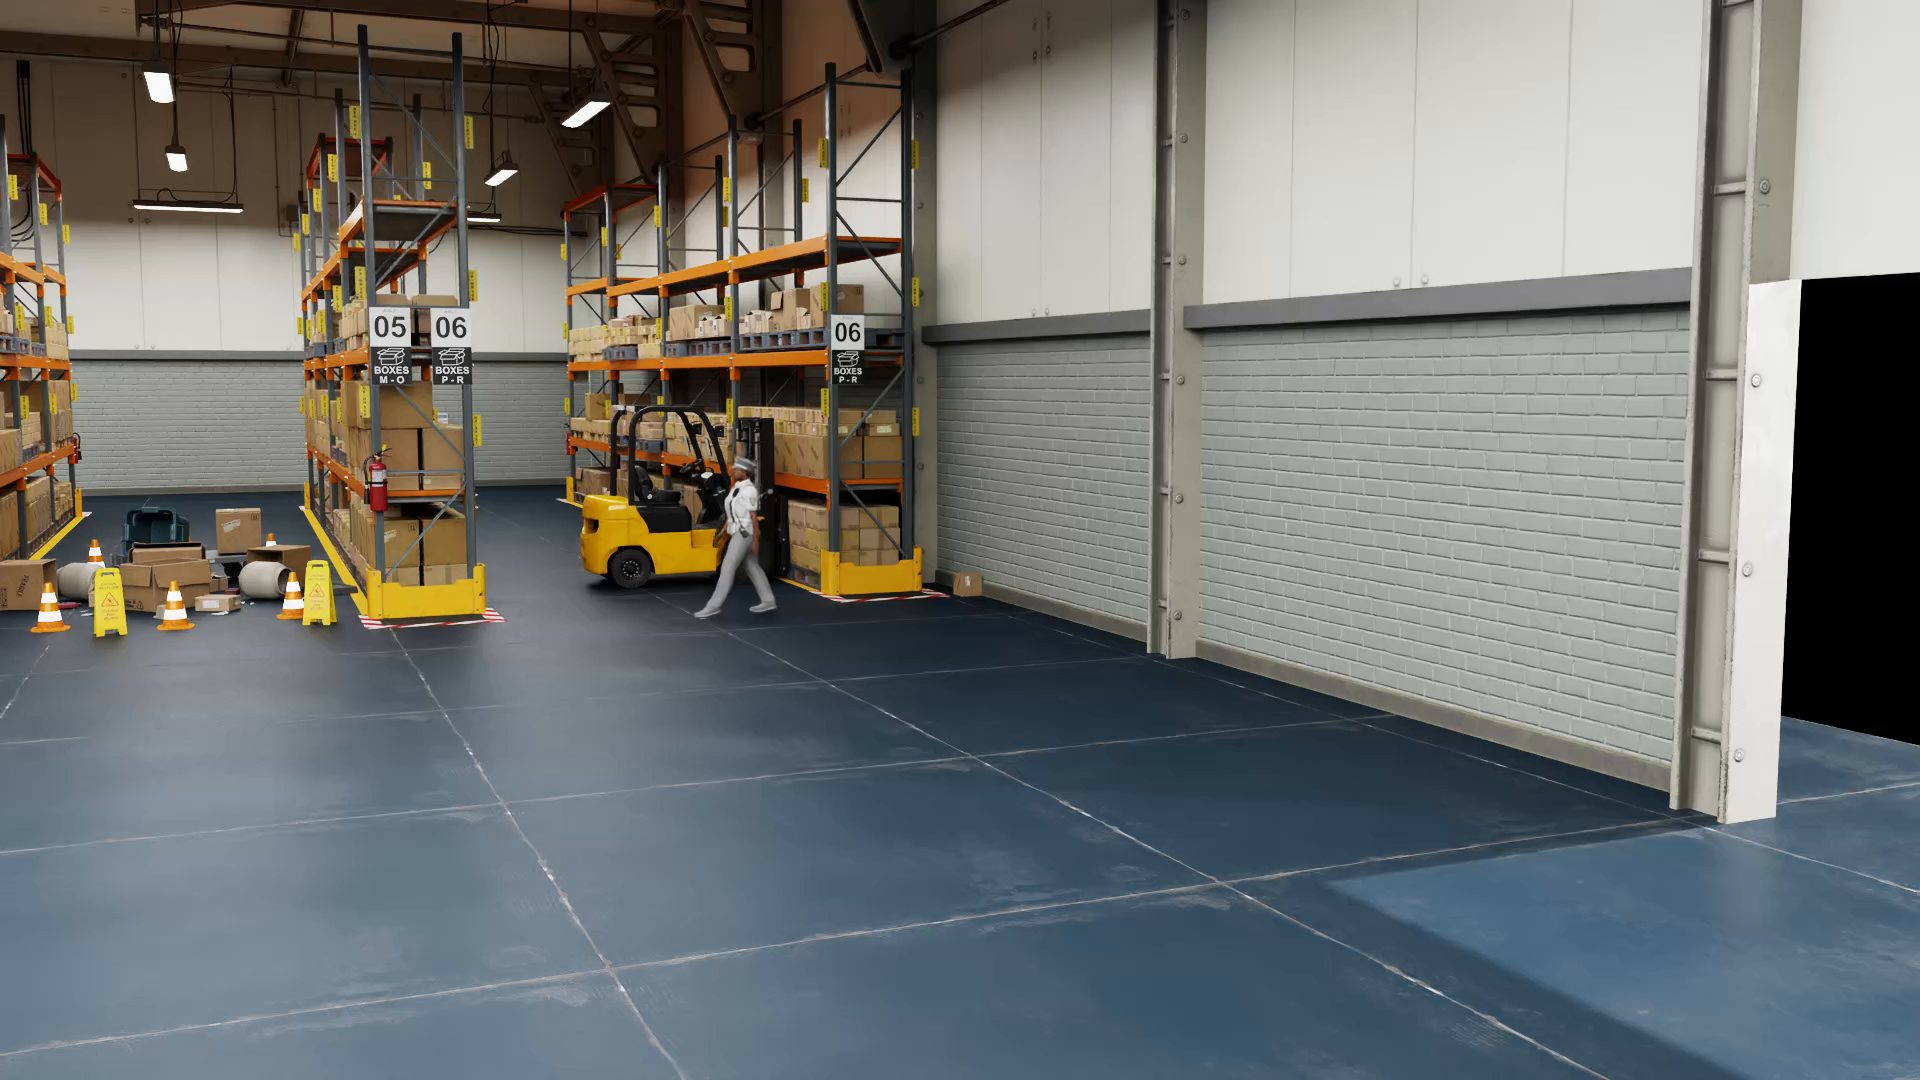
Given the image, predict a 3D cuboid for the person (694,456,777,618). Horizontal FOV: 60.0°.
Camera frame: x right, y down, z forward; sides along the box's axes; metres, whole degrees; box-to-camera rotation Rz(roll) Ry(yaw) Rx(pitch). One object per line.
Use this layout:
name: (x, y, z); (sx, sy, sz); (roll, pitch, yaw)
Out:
person: (-2.350, -0.046, 17.267); (0.911, 1.640, 0.483); (-2, 6, -19)
